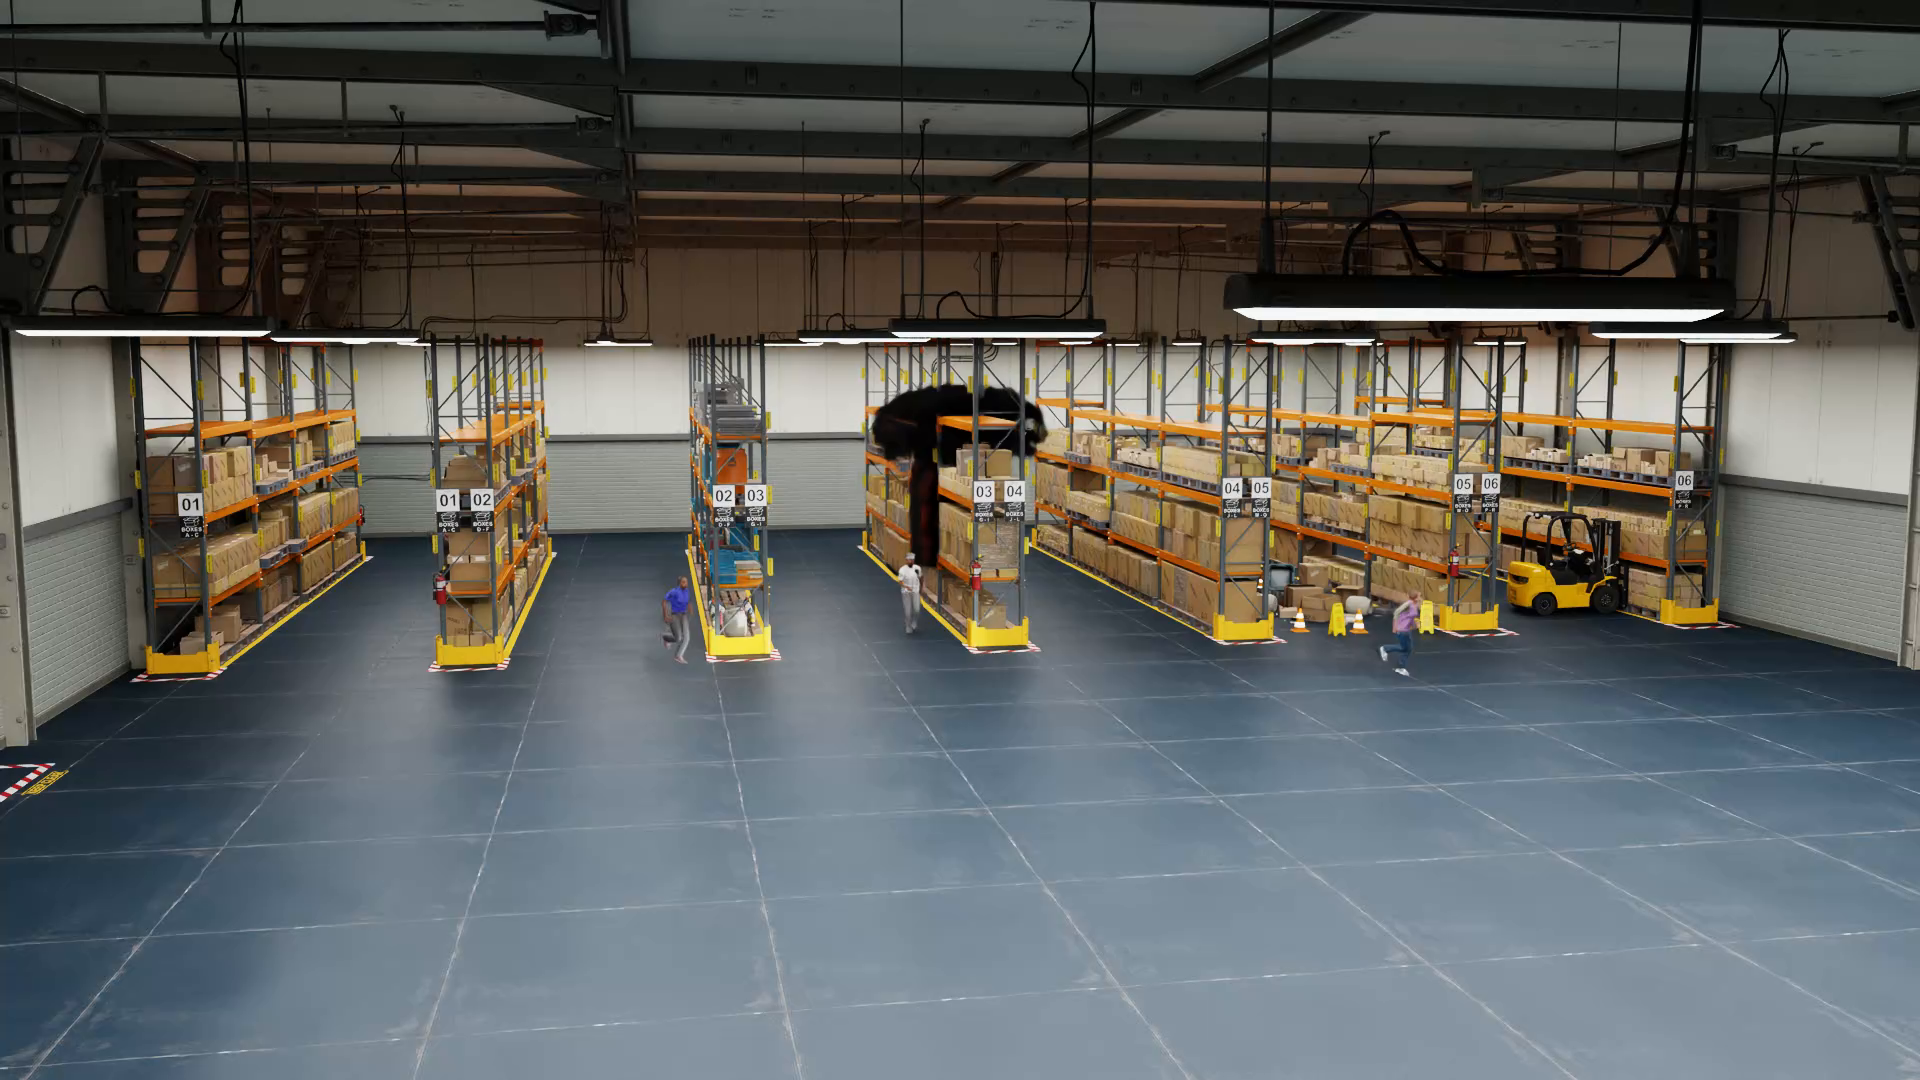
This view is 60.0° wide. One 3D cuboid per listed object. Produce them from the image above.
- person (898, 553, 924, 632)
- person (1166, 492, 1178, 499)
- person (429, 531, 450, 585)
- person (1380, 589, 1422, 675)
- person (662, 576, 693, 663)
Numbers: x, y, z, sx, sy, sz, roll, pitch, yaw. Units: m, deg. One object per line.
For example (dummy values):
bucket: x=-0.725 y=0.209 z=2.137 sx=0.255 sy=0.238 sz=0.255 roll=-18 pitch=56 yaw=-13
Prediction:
person: x=-0.974 y=1.063 z=33.529 sx=0.541 sy=1.648 sz=0.664 roll=-1 pitch=7 yaw=-12
person: x=6.600 y=-1.031 z=51.984 sx=0.548 sy=1.627 sz=0.580 roll=-3 pitch=7 yaw=-25
person: x=-12.009 y=0.457 z=38.920 sx=0.752 sy=1.744 sz=1.057 roll=-2 pitch=7 yaw=-14
person: x=7.819 y=1.615 z=29.484 sx=0.718 sy=1.537 sz=0.533 roll=5 pitch=8 yaw=35
person: x=-5.207 y=1.454 z=30.577 sx=0.676 sy=1.616 sz=0.605 roll=6 pitch=9 yaw=41
